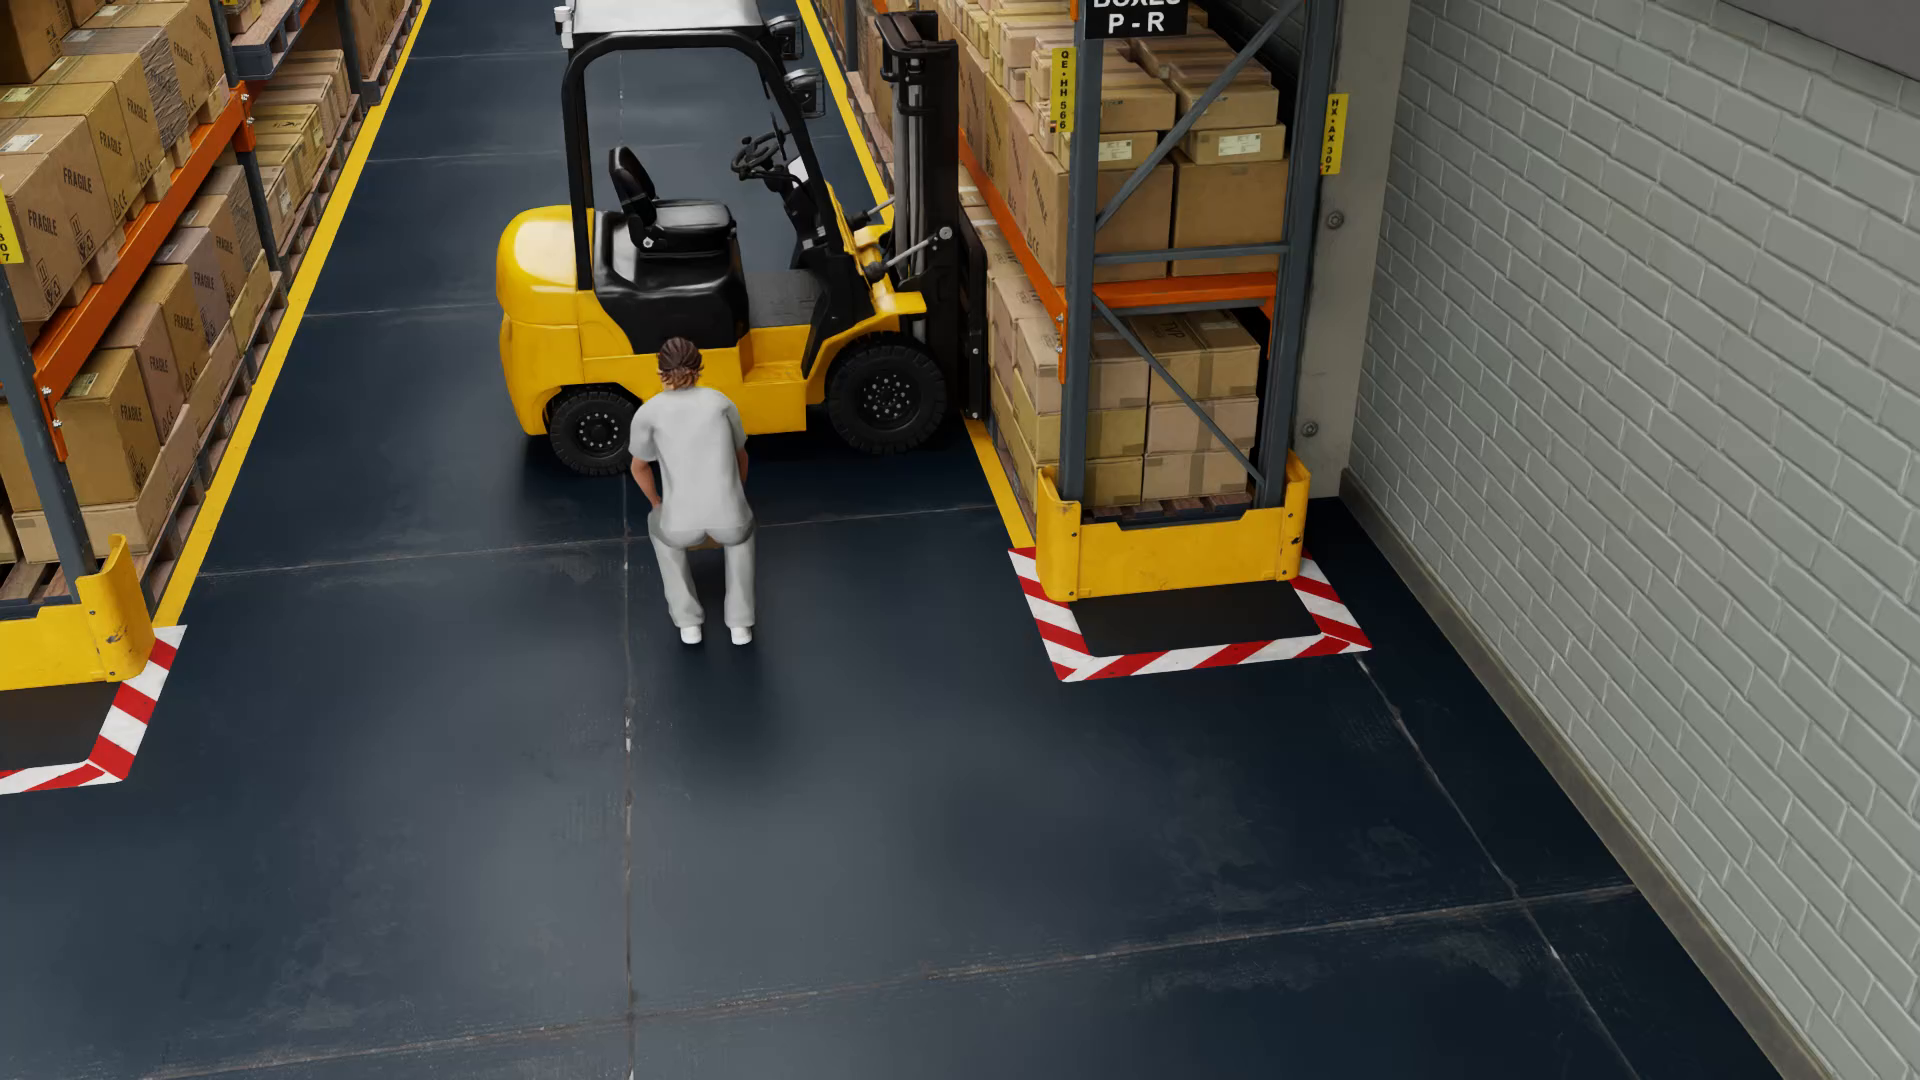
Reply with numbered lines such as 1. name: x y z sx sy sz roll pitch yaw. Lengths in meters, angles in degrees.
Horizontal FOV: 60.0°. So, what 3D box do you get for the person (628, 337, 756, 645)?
1. person: -1.096 -0.168 6.862 0.496 1.221 0.716 -5 31 -9
